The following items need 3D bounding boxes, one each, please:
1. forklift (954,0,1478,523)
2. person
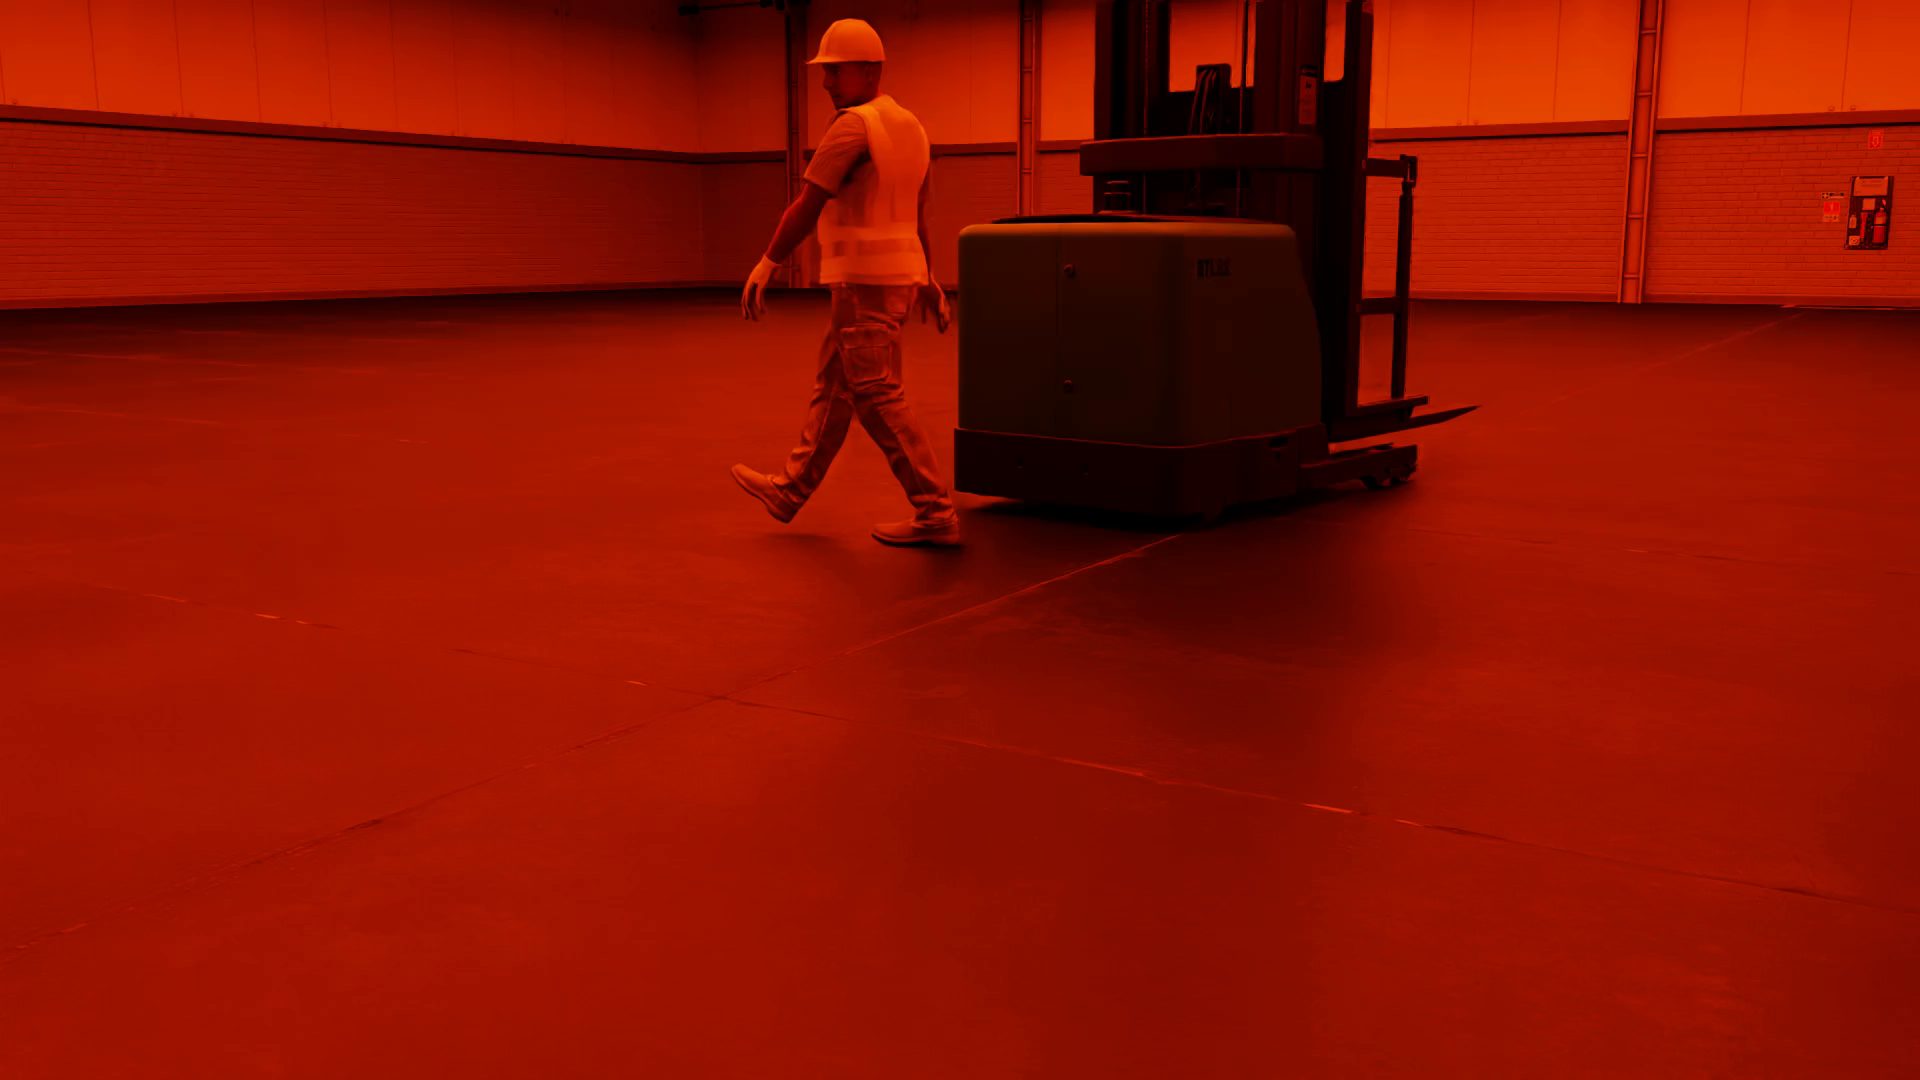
[{"bbox_3d":[1.303,-1.710,6.953,1.130,2.935,3.031,8,13,39],"label":"forklift"},{"bbox_3d":[-0.416,-0.880,5.711,0.932,1.728,0.733,3,10,16],"label":"person"}]
